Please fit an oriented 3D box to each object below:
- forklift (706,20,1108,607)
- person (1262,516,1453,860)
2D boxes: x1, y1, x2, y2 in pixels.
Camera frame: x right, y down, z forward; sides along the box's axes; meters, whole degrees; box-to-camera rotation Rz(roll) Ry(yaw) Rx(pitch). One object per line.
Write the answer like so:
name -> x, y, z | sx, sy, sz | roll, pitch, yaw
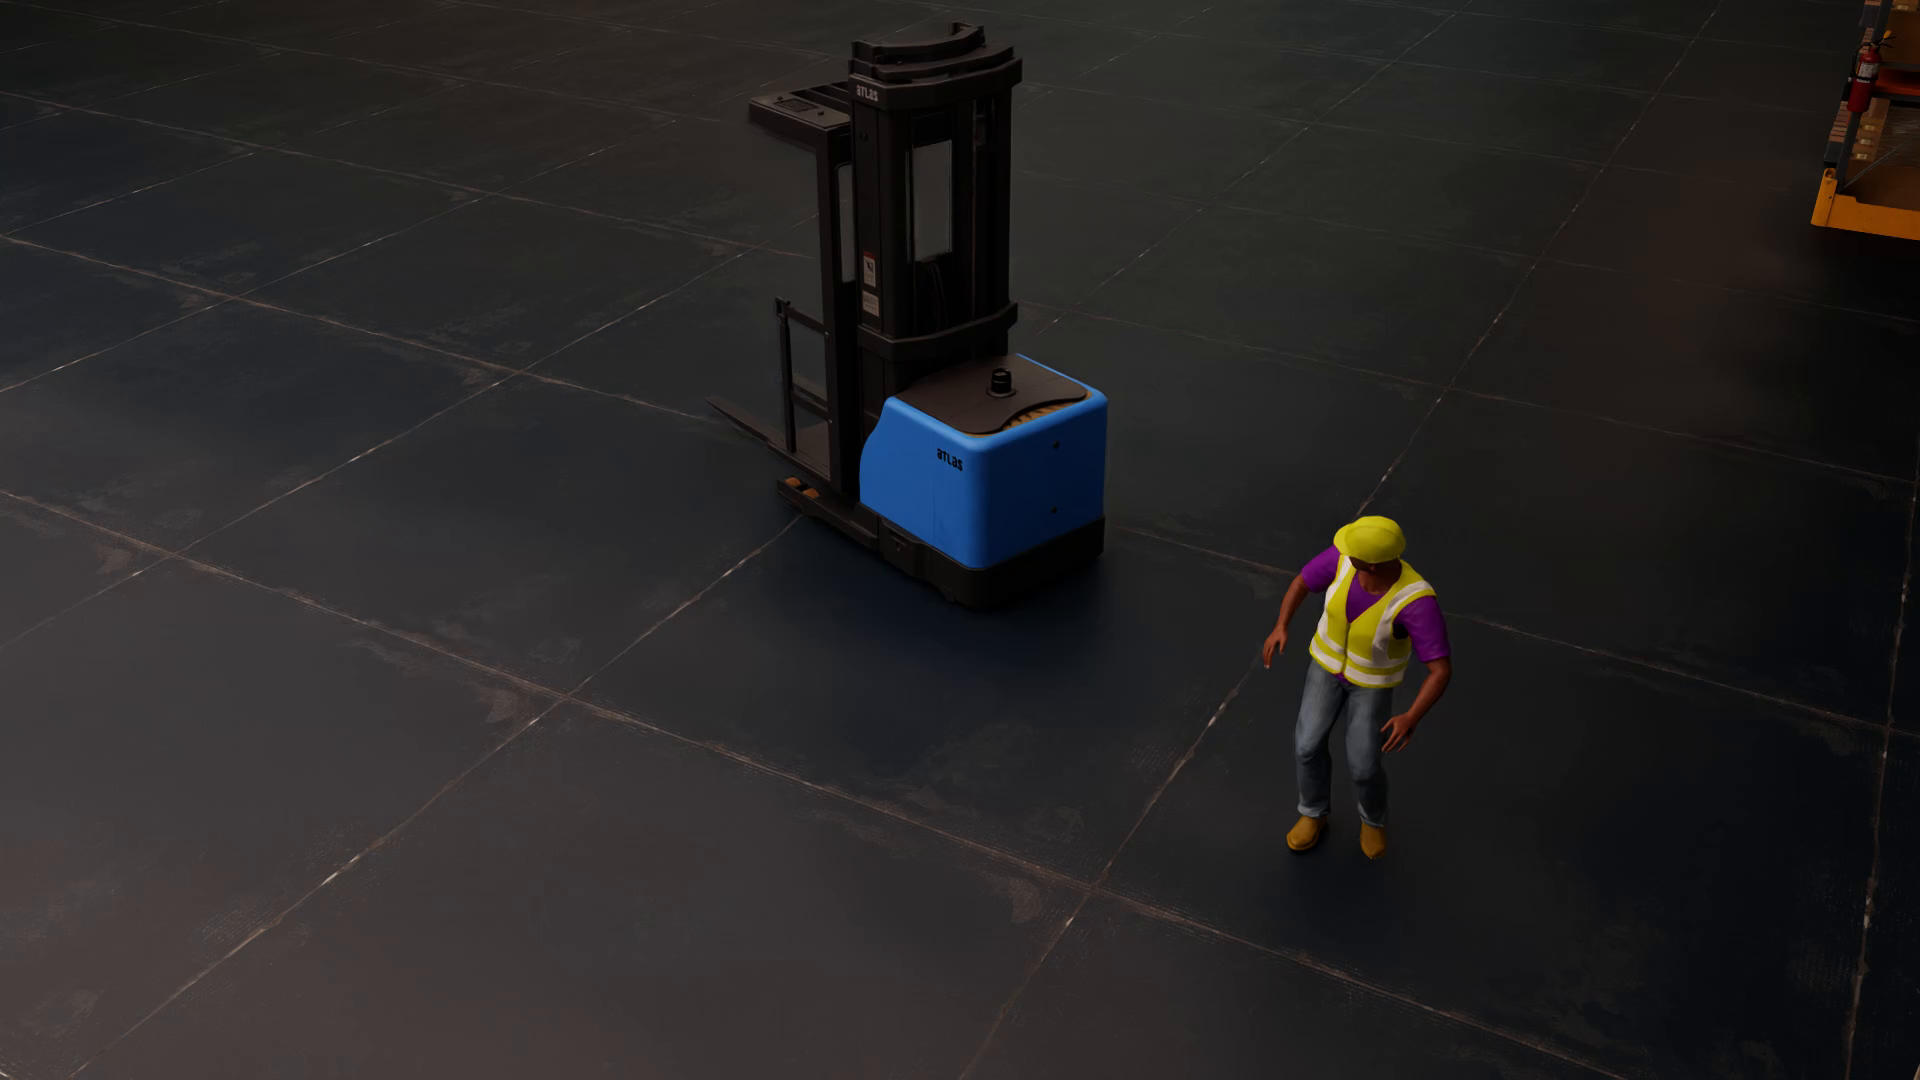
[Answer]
forklift -> -0.487, -1.561, 9.776 | 1.130, 2.935, 3.031 | -23, 37, -34
person -> 1.702, 0.649, 7.223 | 0.821, 1.716, 0.645 | 21, 36, 31
